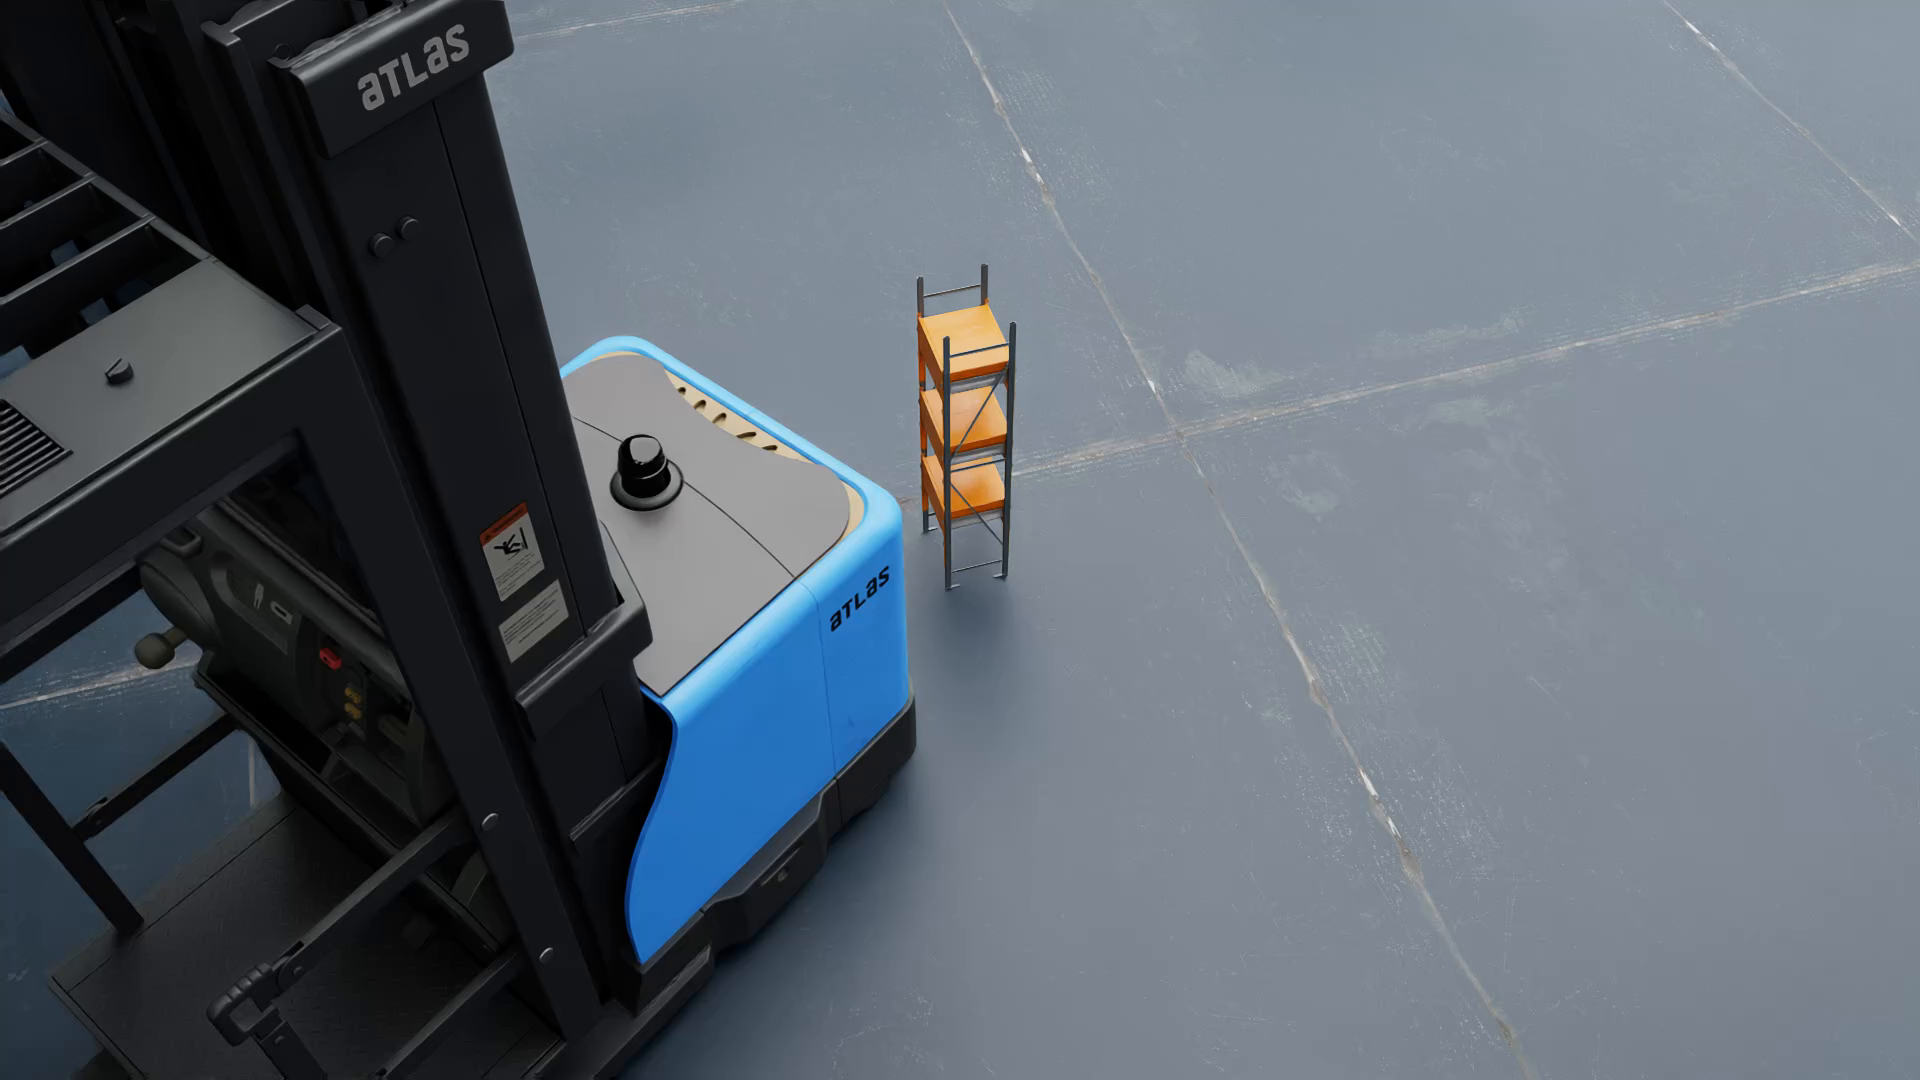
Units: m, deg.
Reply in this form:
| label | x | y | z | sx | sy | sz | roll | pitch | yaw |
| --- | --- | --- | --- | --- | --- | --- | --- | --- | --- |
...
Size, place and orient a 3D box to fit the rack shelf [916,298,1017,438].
| label | x | y | z | sx | sy | sz | roll | pitch | yaw |
| --- | --- | --- | --- | --- | --- | --- | --- | --- | --- |
| rack shelf | 0.016 | -0.475 | 4.607 | 0.215 | 0.259 | 0.240 | -13 | 51 | -11 |

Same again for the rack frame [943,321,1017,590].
| label | x | y | z | sx | sy | sz | roll | pitch | yaw |
| --- | --- | --- | --- | --- | --- | --- | --- | --- | --- |
| rack frame | 0.052 | -0.210 | 4.741 | 0.200 | 1.050 | 0.008 | -13 | 51 | -11 |

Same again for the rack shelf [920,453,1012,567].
| label | x | y | z | sx | sy | sz | roll | pitch | yaw |
| --- | --- | --- | --- | --- | --- | --- | --- | --- | --- |
| rack shelf | 0.016 | -0.113 | 5.036 | 0.215 | 0.259 | 0.240 | -13 | 51 | -11 |

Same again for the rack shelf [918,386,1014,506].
| label | x | y | z | sx | sy | sz | roll | pitch | yaw |
| --- | --- | --- | --- | --- | --- | --- | --- | --- | --- |
| rack shelf | 0.016 | -0.292 | 4.824 | 0.215 | 0.259 | 0.240 | -13 | 51 | -11 |

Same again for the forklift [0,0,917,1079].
| label | x | y | z | sx | sy | sz | roll | pitch | yaw |
| --- | --- | --- | --- | --- | --- | --- | --- | --- | --- |
| forklift | -1.445 | 0.296 | 3.083 | 1.130 | 2.935 | 3.031 | 32 | 57 | 24 |

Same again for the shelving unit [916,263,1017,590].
| label | x | y | z | sx | sy | sz | roll | pitch | yaw |
| --- | --- | --- | --- | --- | --- | --- | --- | --- | --- |
| shelving unit | 0.016 | -0.299 | 4.816 | 0.215 | 1.050 | 0.252 | -13 | 51 | -11 |

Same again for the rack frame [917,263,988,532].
| label | x | y | z | sx | sy | sz | roll | pitch | yaw |
| --- | --- | --- | --- | --- | --- | --- | --- | --- | --- |
| rack frame | -0.020 | -0.388 | 4.891 | 0.200 | 1.050 | 0.008 | -13 | 51 | -11 |
